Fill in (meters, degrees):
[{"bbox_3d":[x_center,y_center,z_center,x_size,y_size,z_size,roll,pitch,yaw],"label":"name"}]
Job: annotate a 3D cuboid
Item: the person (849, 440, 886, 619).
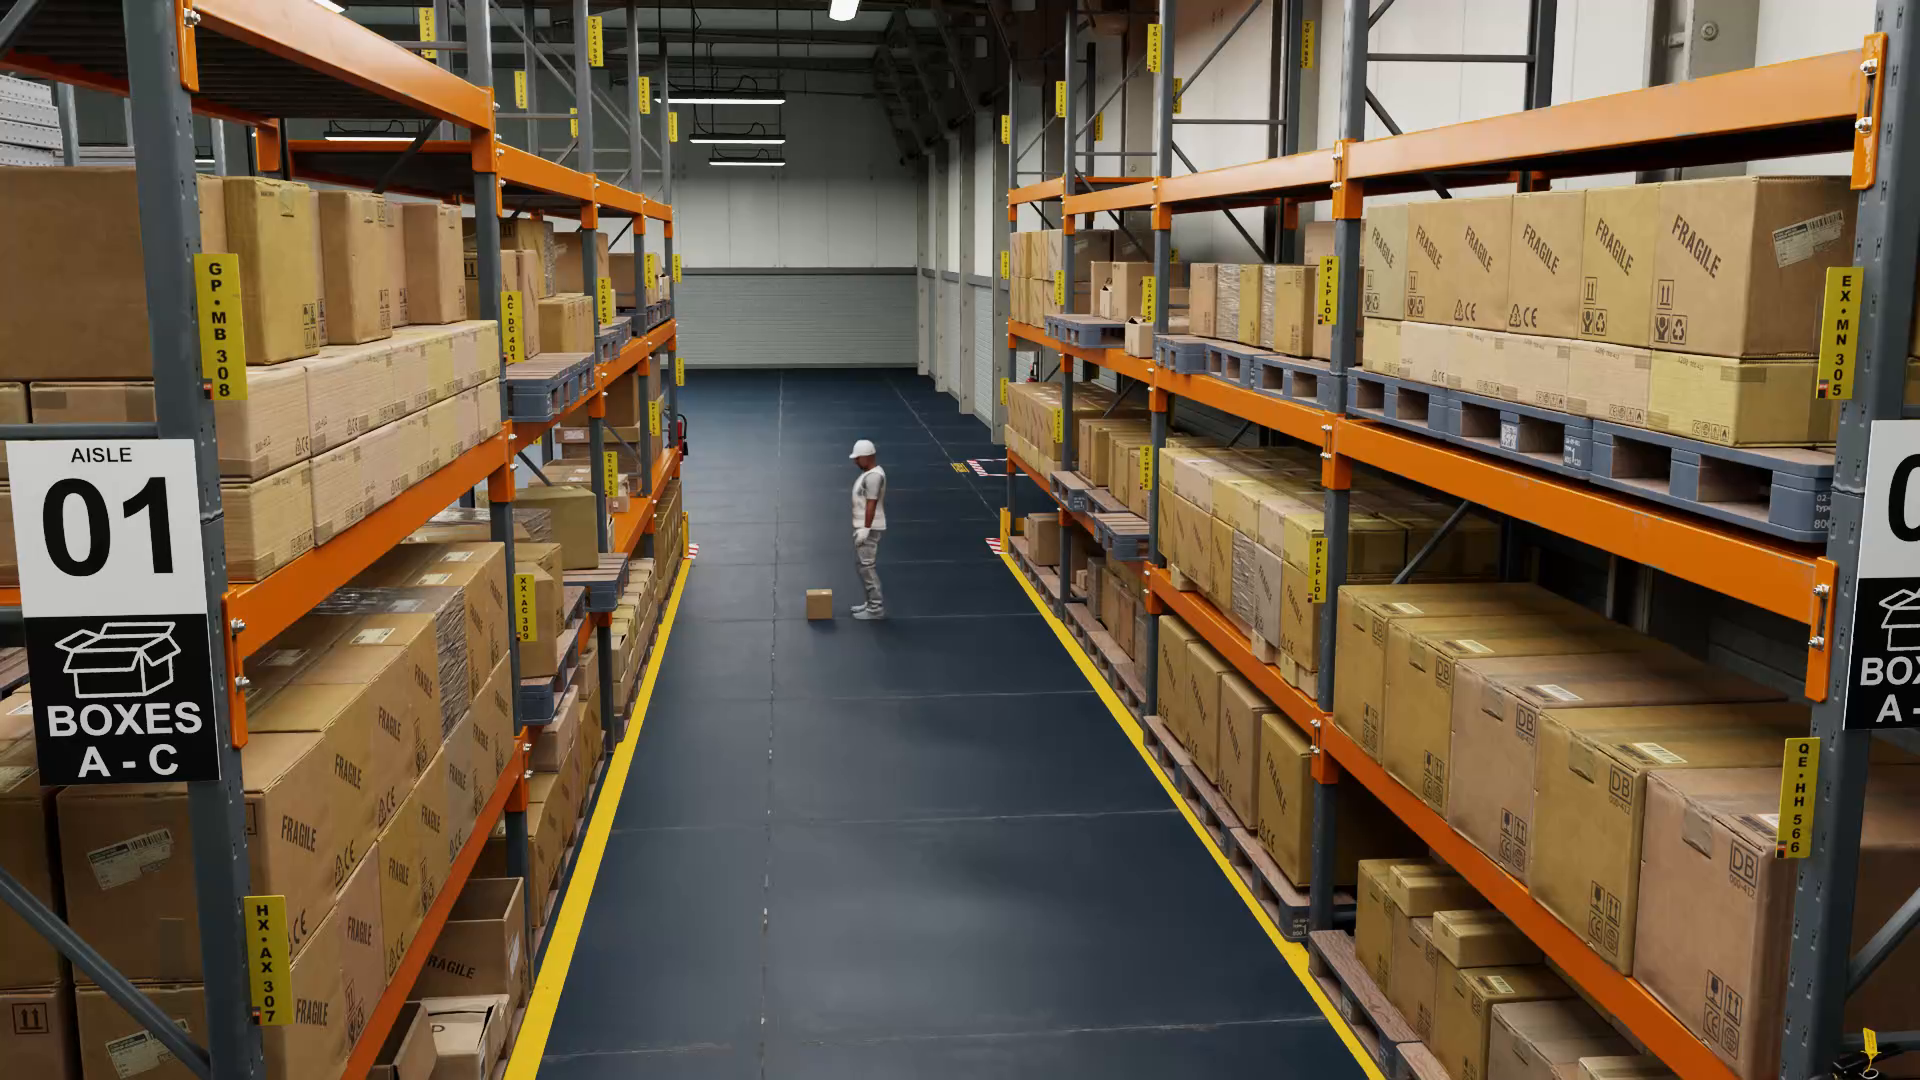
[{"bbox_3d":[-0.910,-0.111,16.523,0.366,1.777,0.551,-1,10,-5],"label":"person"}]
